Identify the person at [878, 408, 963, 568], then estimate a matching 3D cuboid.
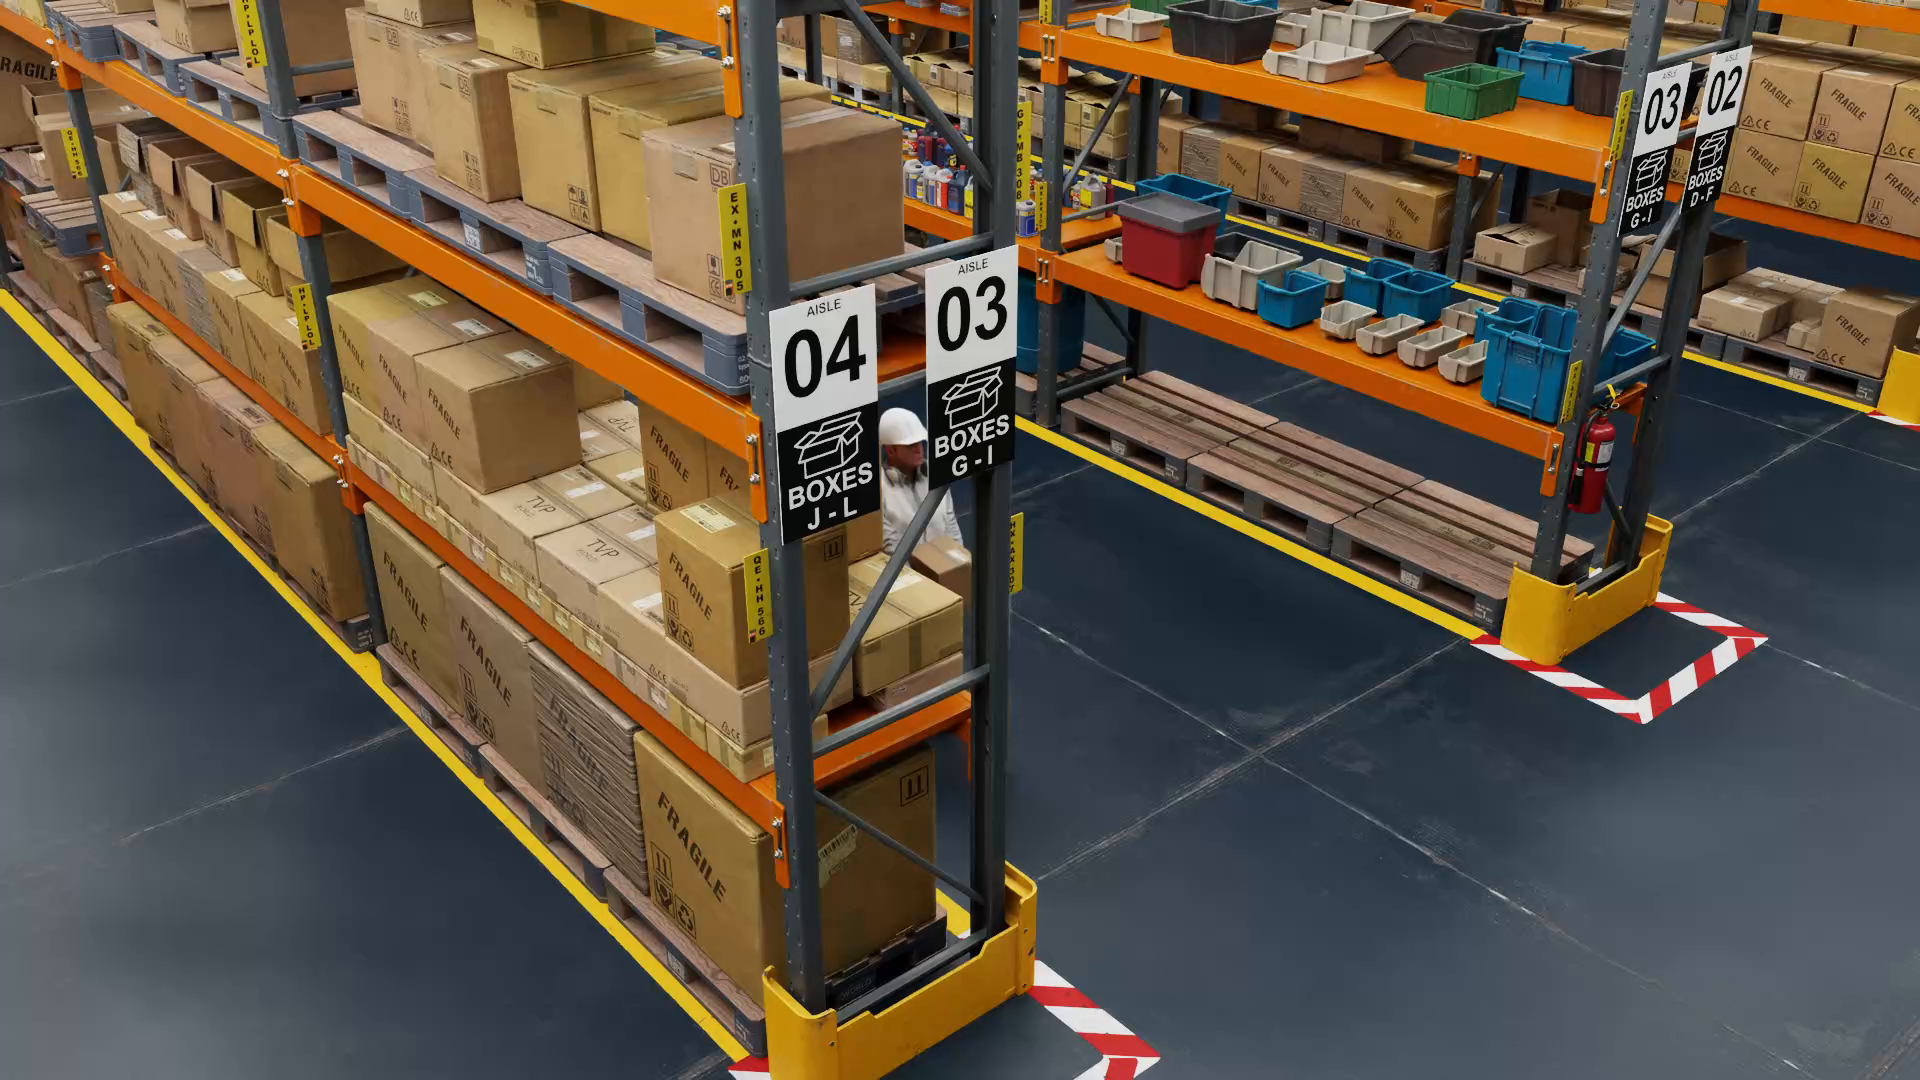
[{"bbox_3d":[-0.195,0.217,8.194,0.494,1.765,0.546,-21,35,-34],"label":"person"}]
